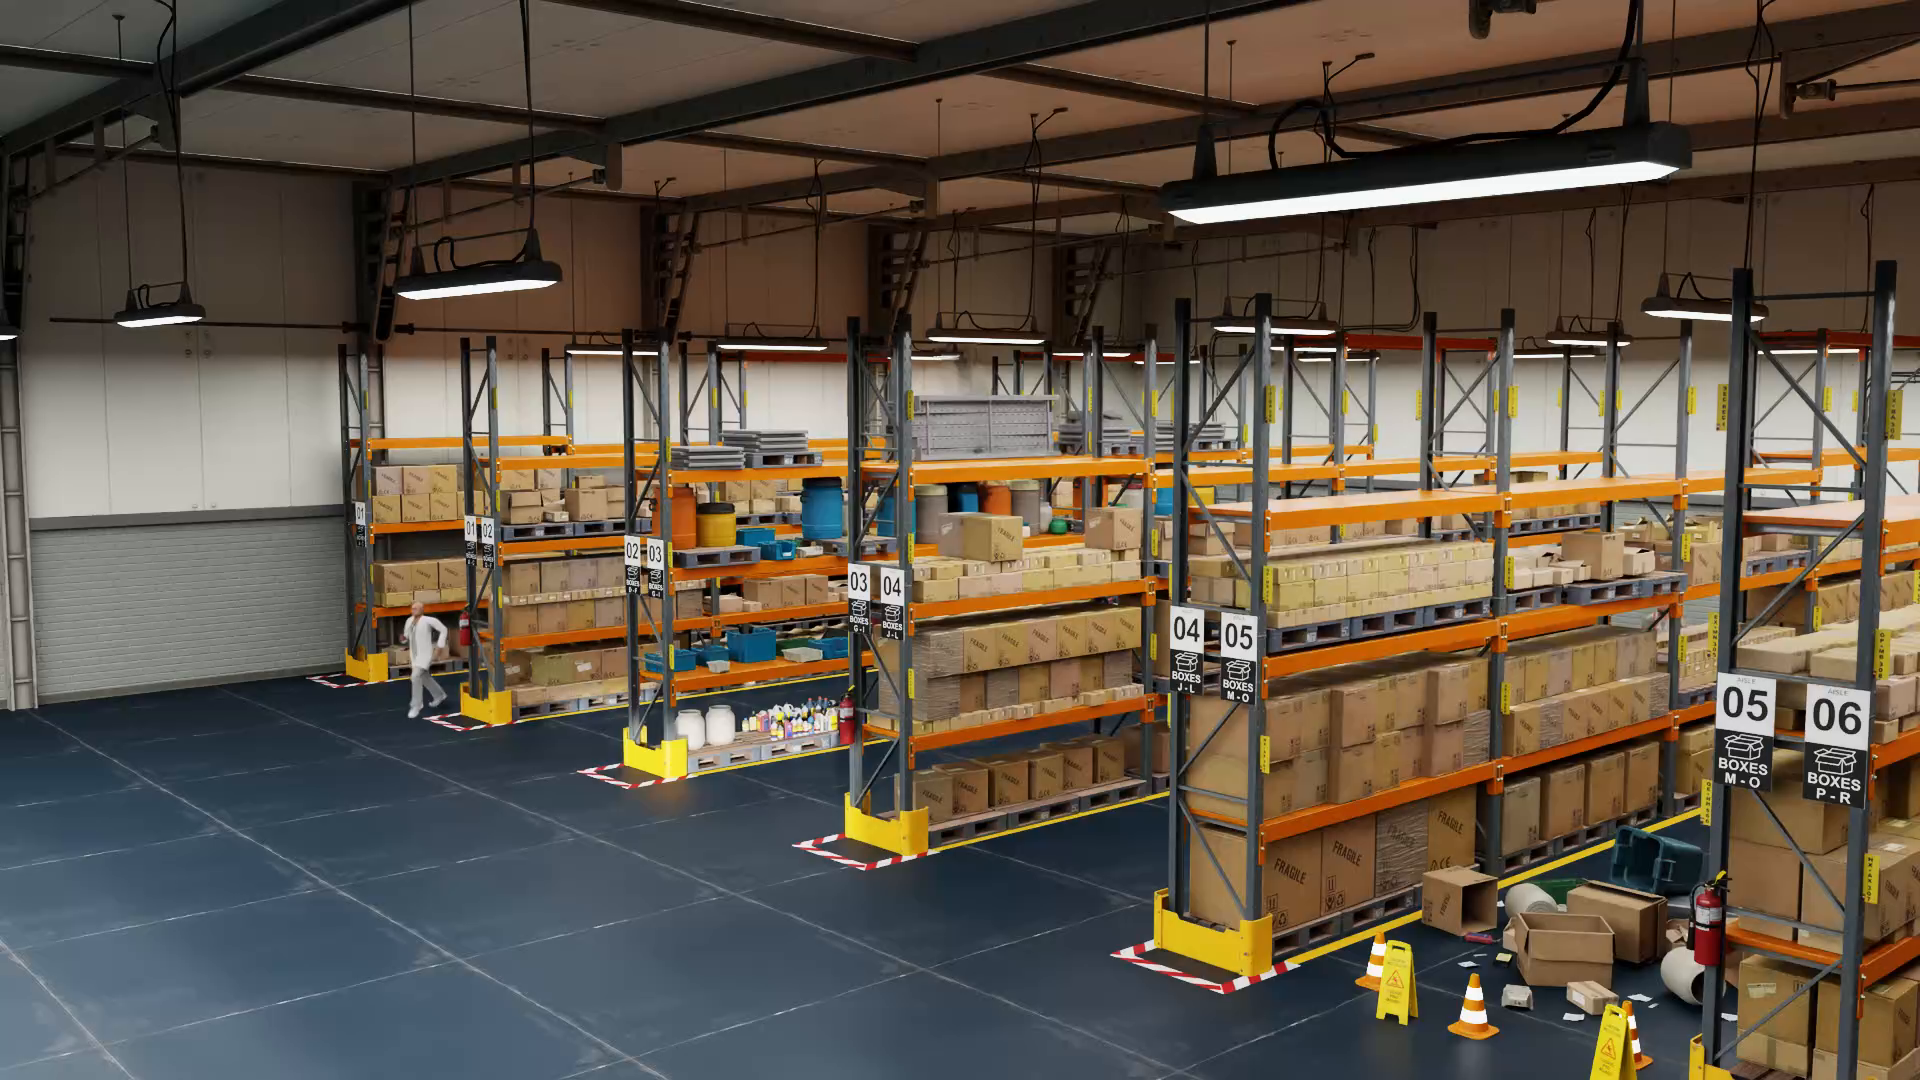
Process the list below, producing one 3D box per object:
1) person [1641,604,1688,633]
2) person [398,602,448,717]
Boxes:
[{"bbox_3d":[11.805,1.817,27.875,0.768,1.751,0.629,3,6,33],"label":"person"},{"bbox_3d":[-8.645,1.900,26.785,0.723,1.808,0.932,3,6,30],"label":"person"}]
